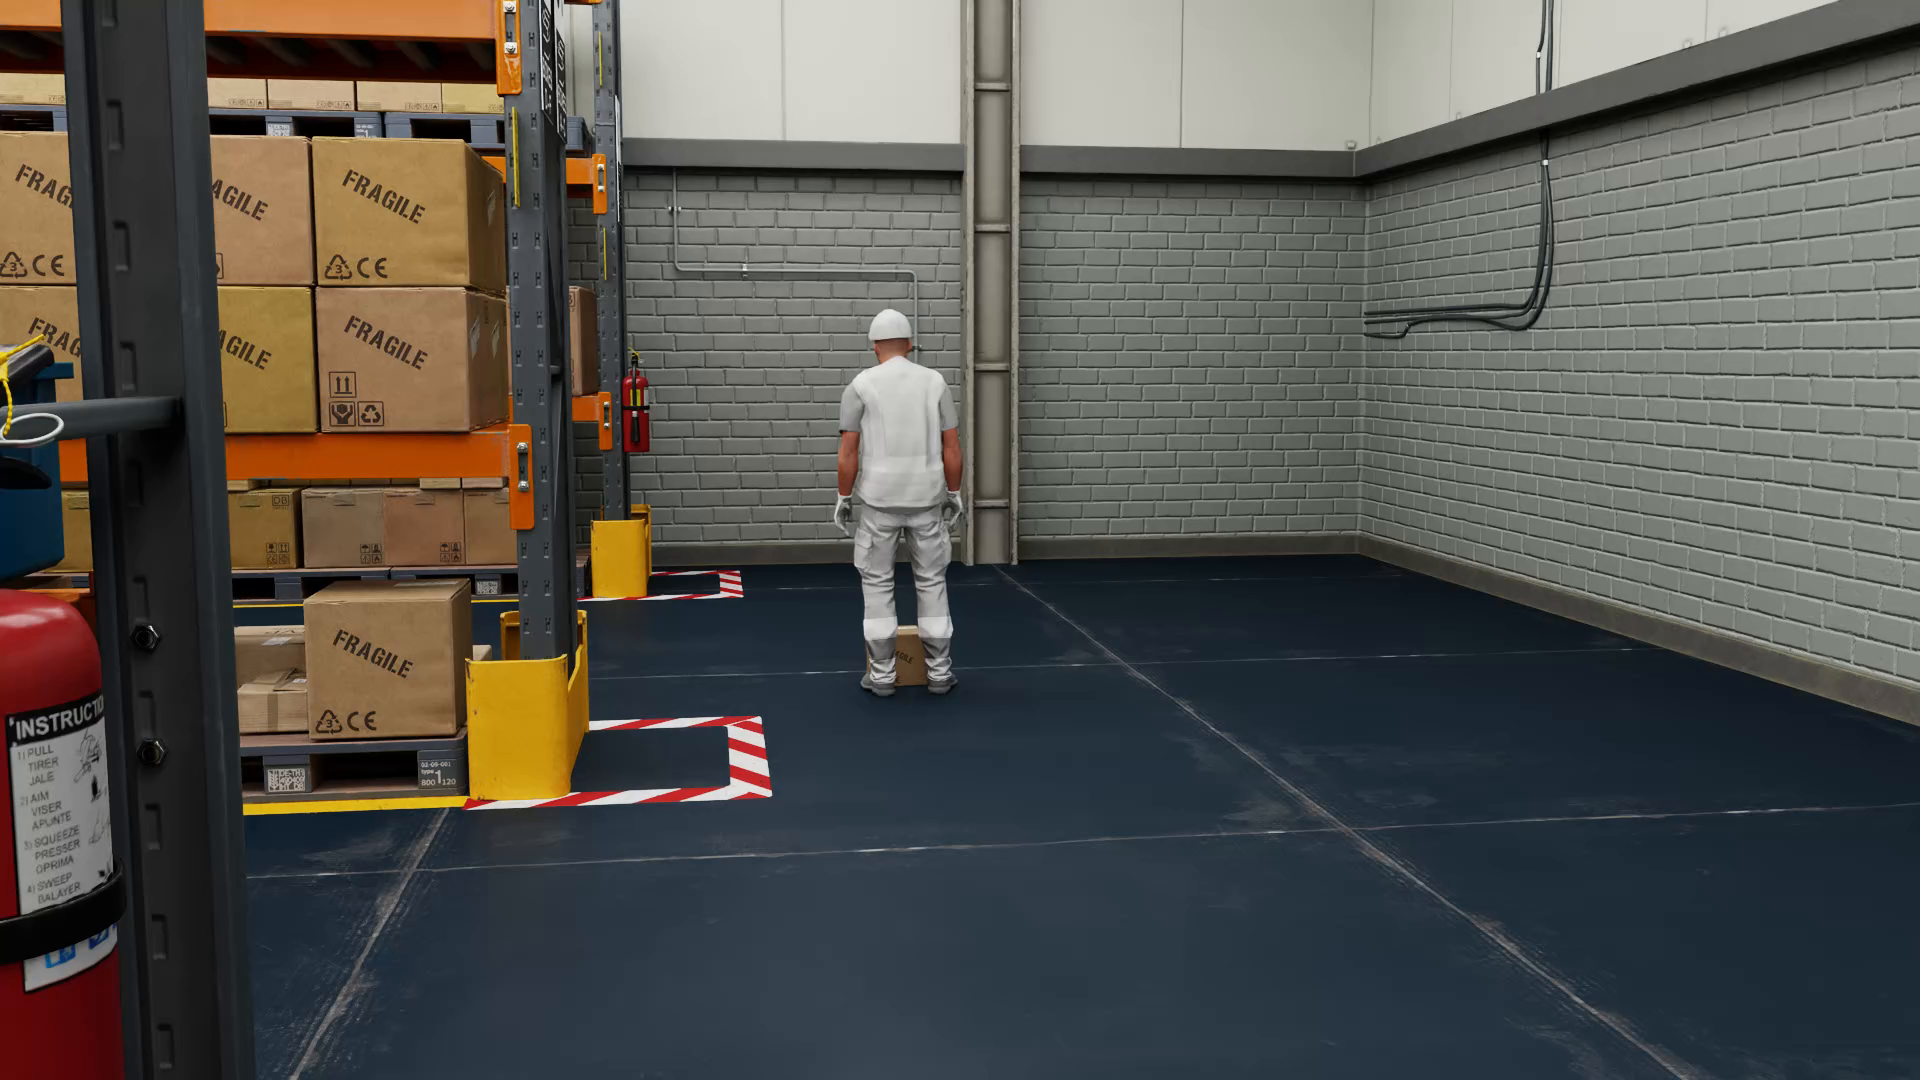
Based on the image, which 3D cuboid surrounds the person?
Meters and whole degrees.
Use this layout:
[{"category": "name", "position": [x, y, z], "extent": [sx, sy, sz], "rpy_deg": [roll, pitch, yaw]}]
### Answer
[{"category": "person", "position": [-0.280, -0.174, 7.702], "extent": [0.614, 1.778, 0.453], "rpy_deg": [-1, 7, -12]}]
